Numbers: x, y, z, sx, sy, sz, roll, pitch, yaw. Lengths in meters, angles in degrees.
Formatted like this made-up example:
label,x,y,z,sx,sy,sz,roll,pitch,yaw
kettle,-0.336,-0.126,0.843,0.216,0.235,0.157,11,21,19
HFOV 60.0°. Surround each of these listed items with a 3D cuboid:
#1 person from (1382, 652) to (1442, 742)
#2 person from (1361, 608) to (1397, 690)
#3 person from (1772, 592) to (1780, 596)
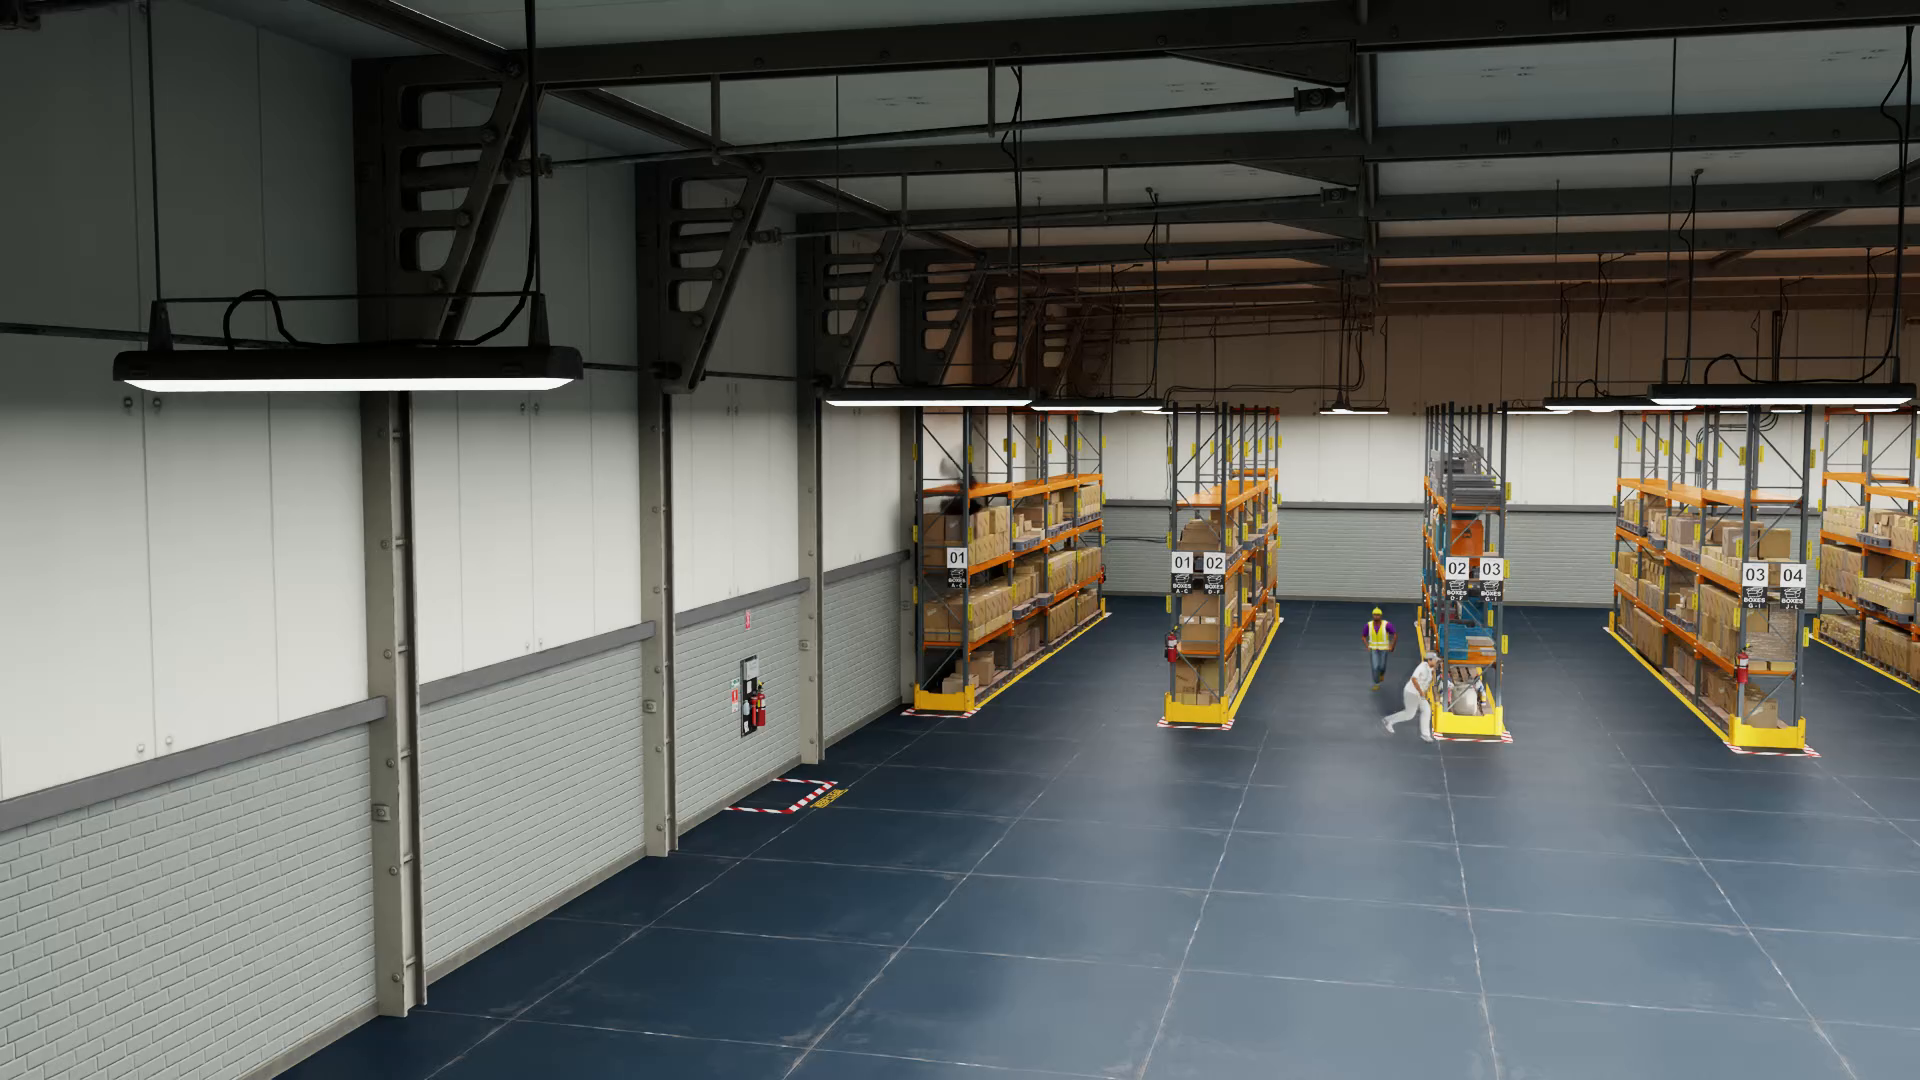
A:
label,x,y,z,sx,sy,sz,roll,pitch,yaw
person,8.024,2.774,29.522,1.003,1.626,0.627,2,5,23
person,8.784,2.290,34.895,0.714,1.729,0.661,2,5,21
person,20.813,1.731,42.059,0.667,1.784,0.957,2,5,21
